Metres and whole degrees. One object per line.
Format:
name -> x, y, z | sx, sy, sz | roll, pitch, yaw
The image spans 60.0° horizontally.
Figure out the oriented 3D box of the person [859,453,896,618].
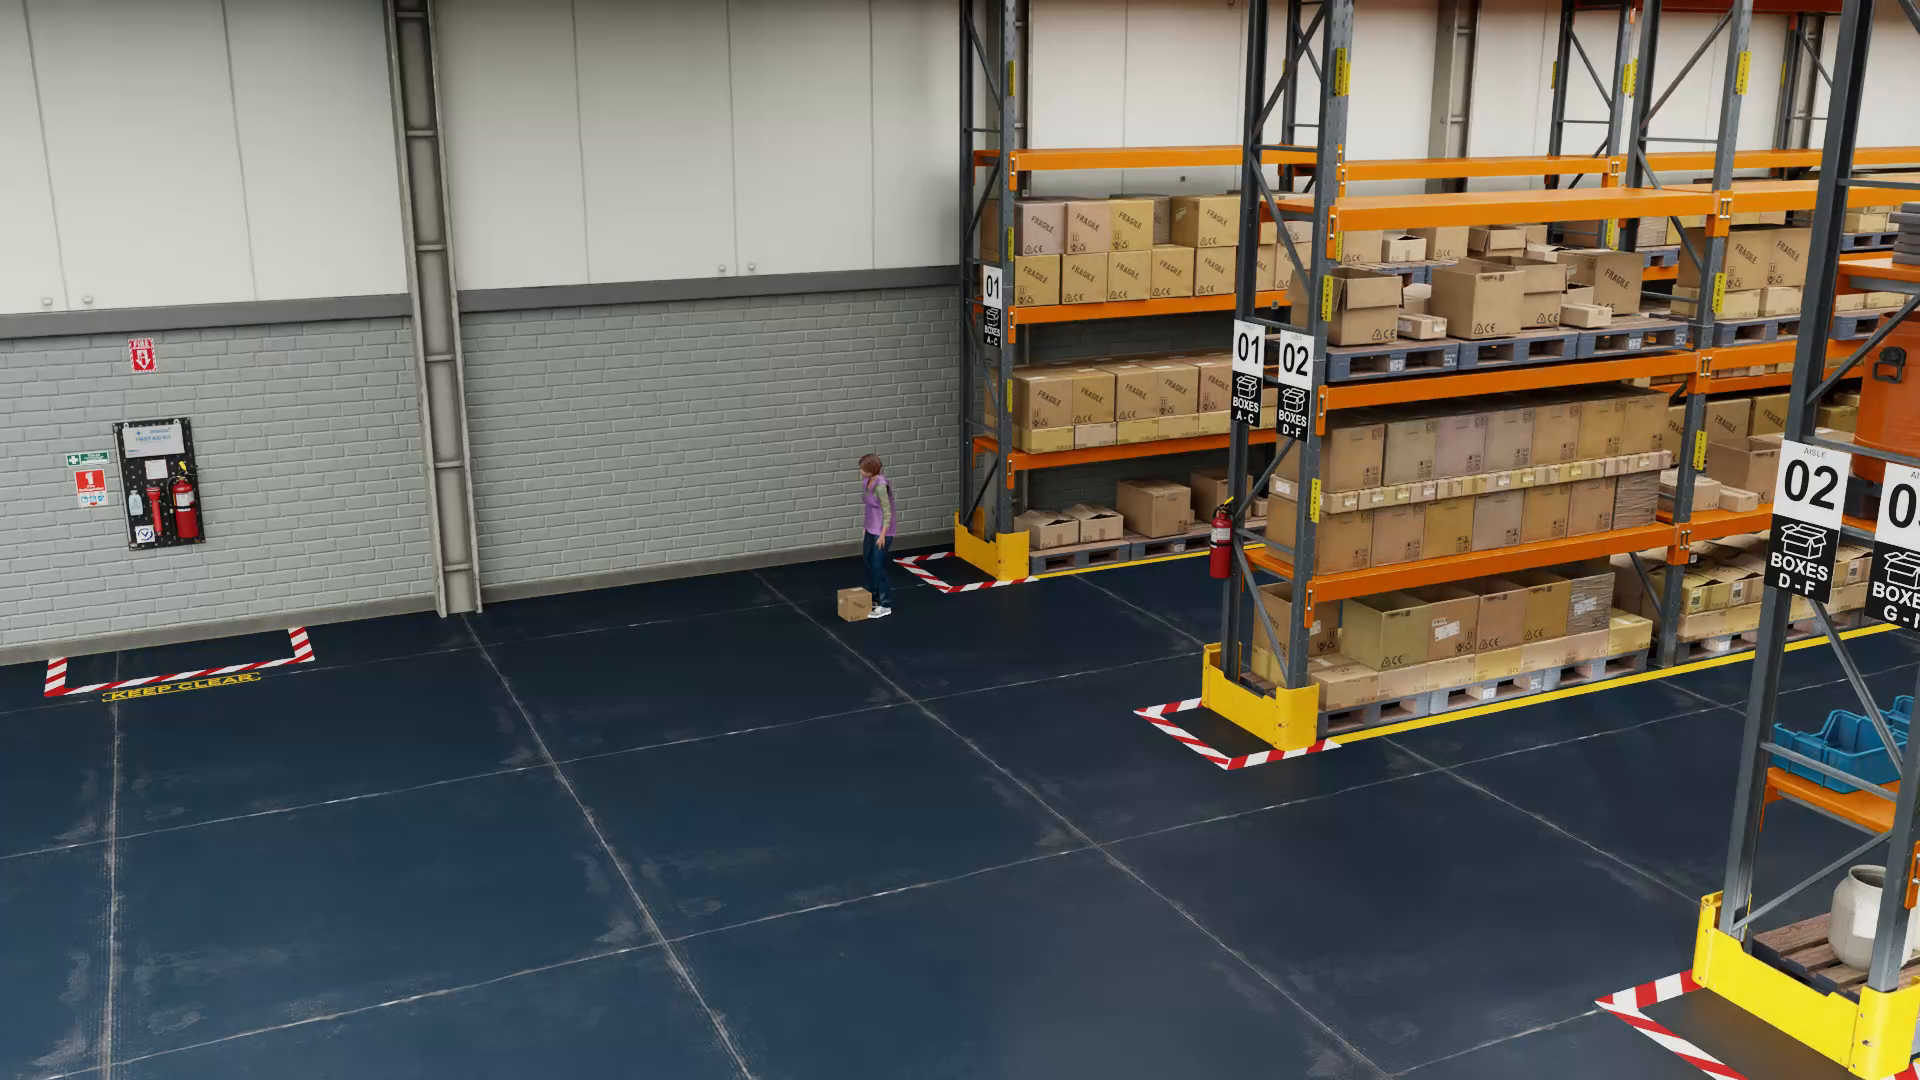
person -> -0.802, -0.060, 15.955 | 0.345, 1.593, 0.460 | -8, 17, -26
